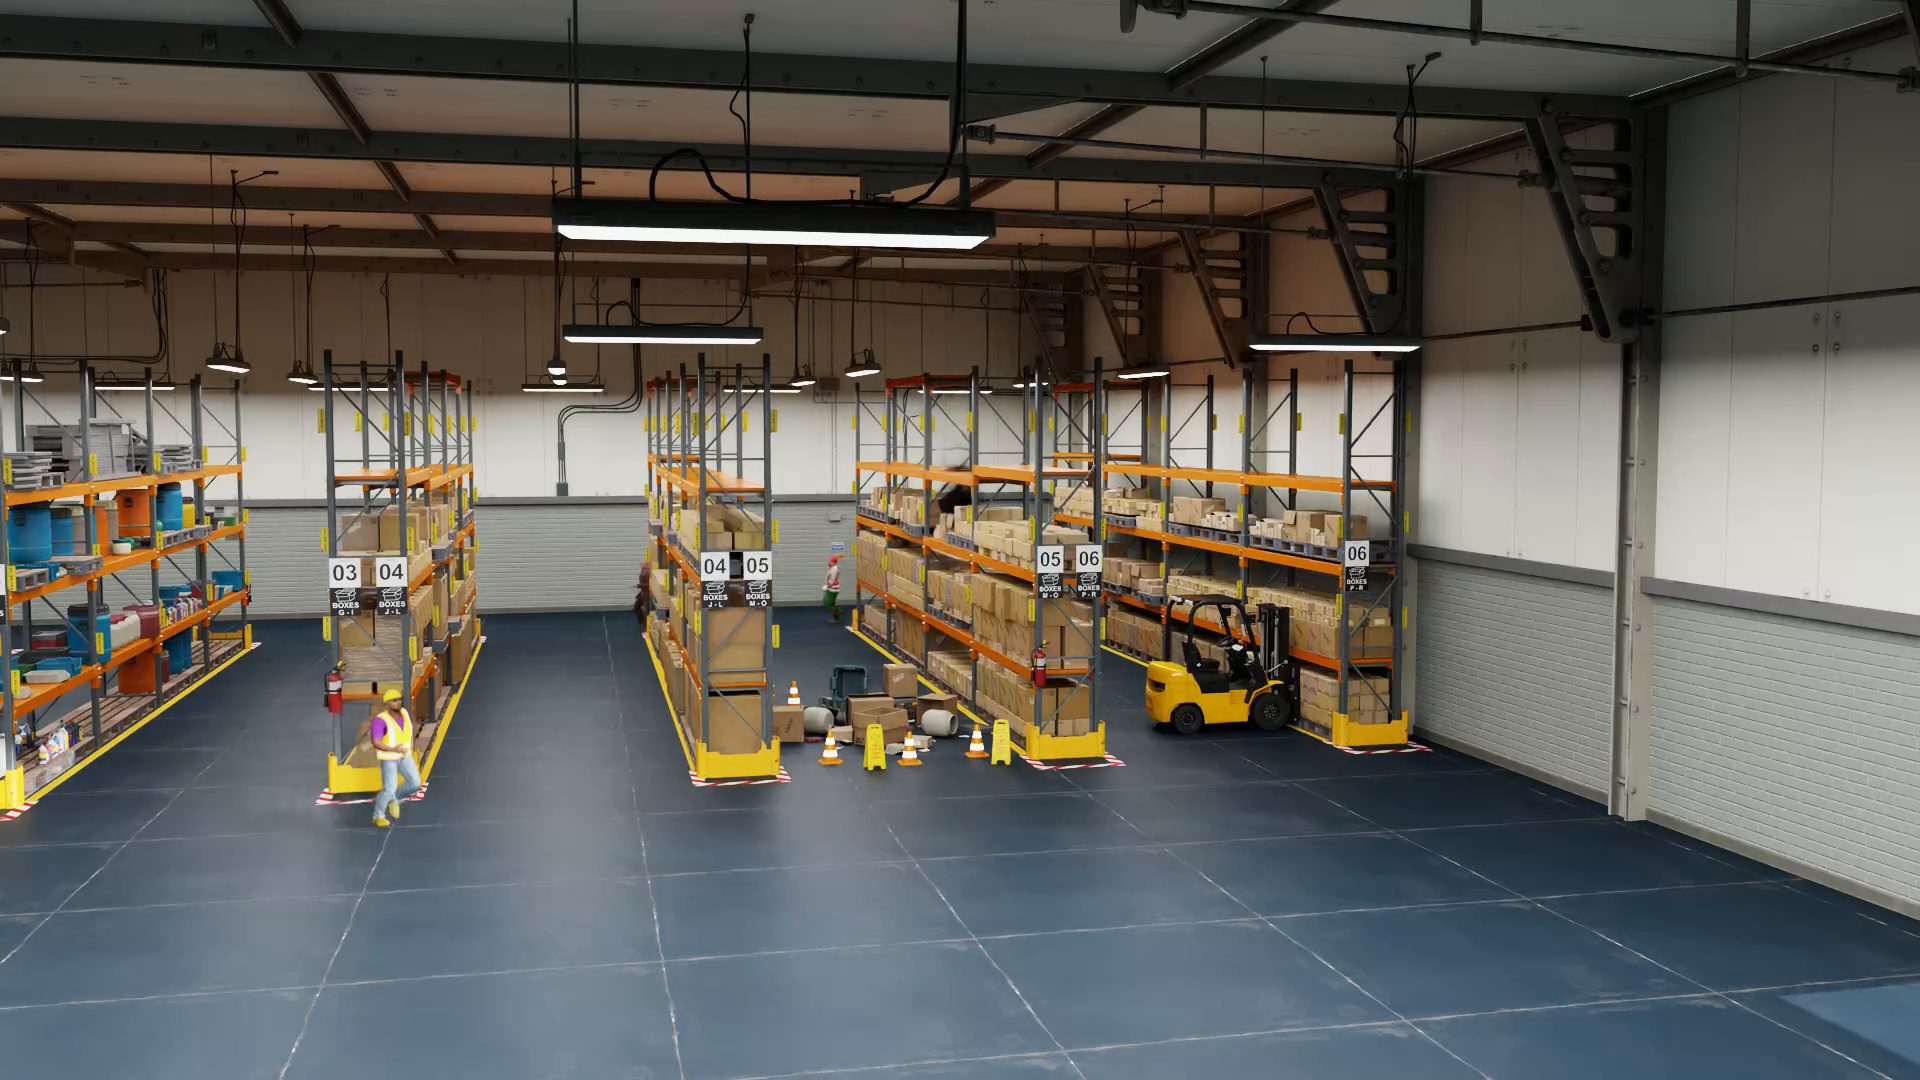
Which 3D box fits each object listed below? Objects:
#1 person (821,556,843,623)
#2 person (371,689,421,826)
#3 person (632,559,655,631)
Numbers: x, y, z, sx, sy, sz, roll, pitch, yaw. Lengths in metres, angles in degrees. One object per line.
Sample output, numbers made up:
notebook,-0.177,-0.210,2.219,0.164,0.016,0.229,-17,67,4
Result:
person,-3.195,1.247,41.581,0.564,1.723,0.706,-1,4,-8
person,-6.983,2.697,20.646,0.744,1.715,0.729,3,5,35
person,-7.553,1.358,40.148,0.841,1.779,0.697,-2,4,-24
